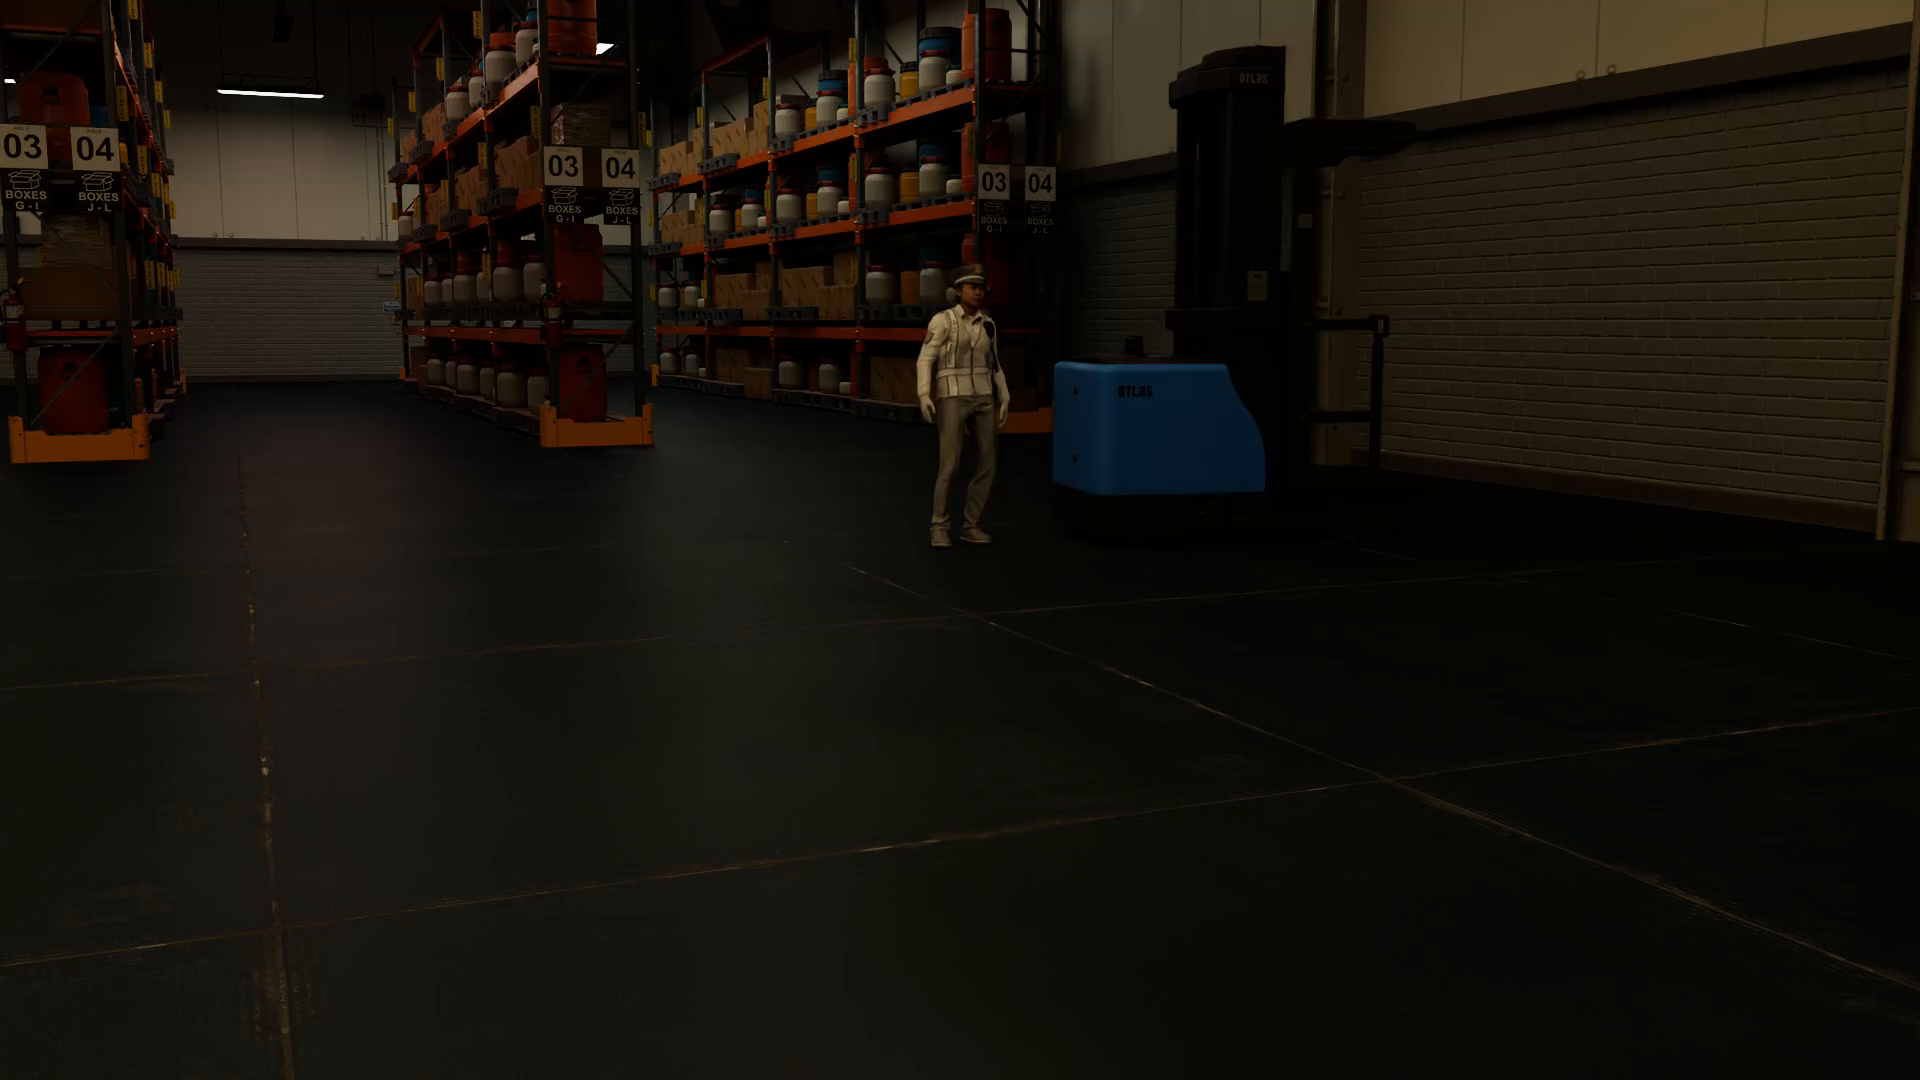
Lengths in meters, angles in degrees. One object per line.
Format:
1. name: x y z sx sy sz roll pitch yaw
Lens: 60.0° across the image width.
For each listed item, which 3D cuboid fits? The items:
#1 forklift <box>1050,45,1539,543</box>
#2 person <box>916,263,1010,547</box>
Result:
1. forklift: 2.154 -1.514 10.427 3.031 2.935 1.130 -2 8 -13
2. person: 0.049 -0.814 9.962 0.636 1.672 0.438 -4 8 -26
